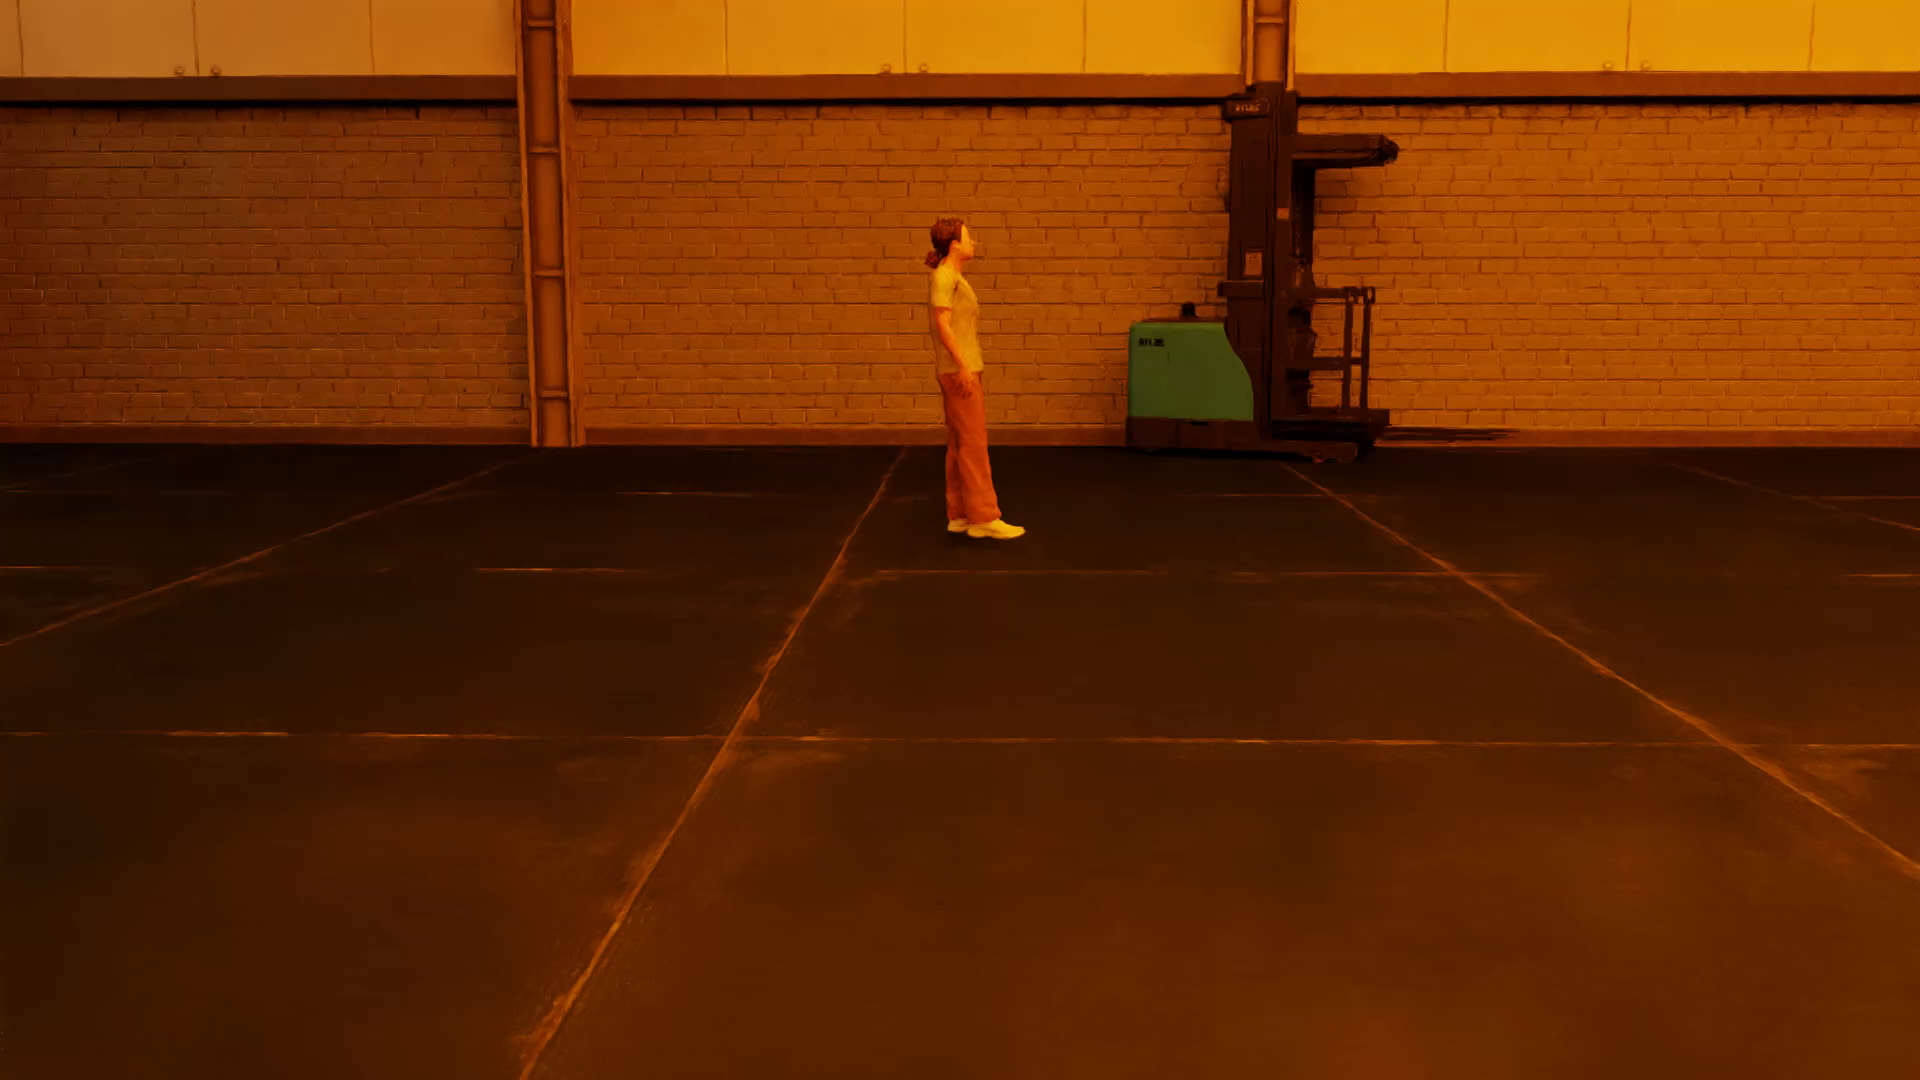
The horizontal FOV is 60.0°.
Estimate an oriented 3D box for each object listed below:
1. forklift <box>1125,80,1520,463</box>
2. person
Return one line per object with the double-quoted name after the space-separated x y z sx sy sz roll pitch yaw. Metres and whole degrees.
2.923 -2.136 13.282 3.031 2.935 1.130 3 9 21 "forklift"
0.073 -0.867 8.857 0.549 1.662 0.554 0 9 1 "person"
